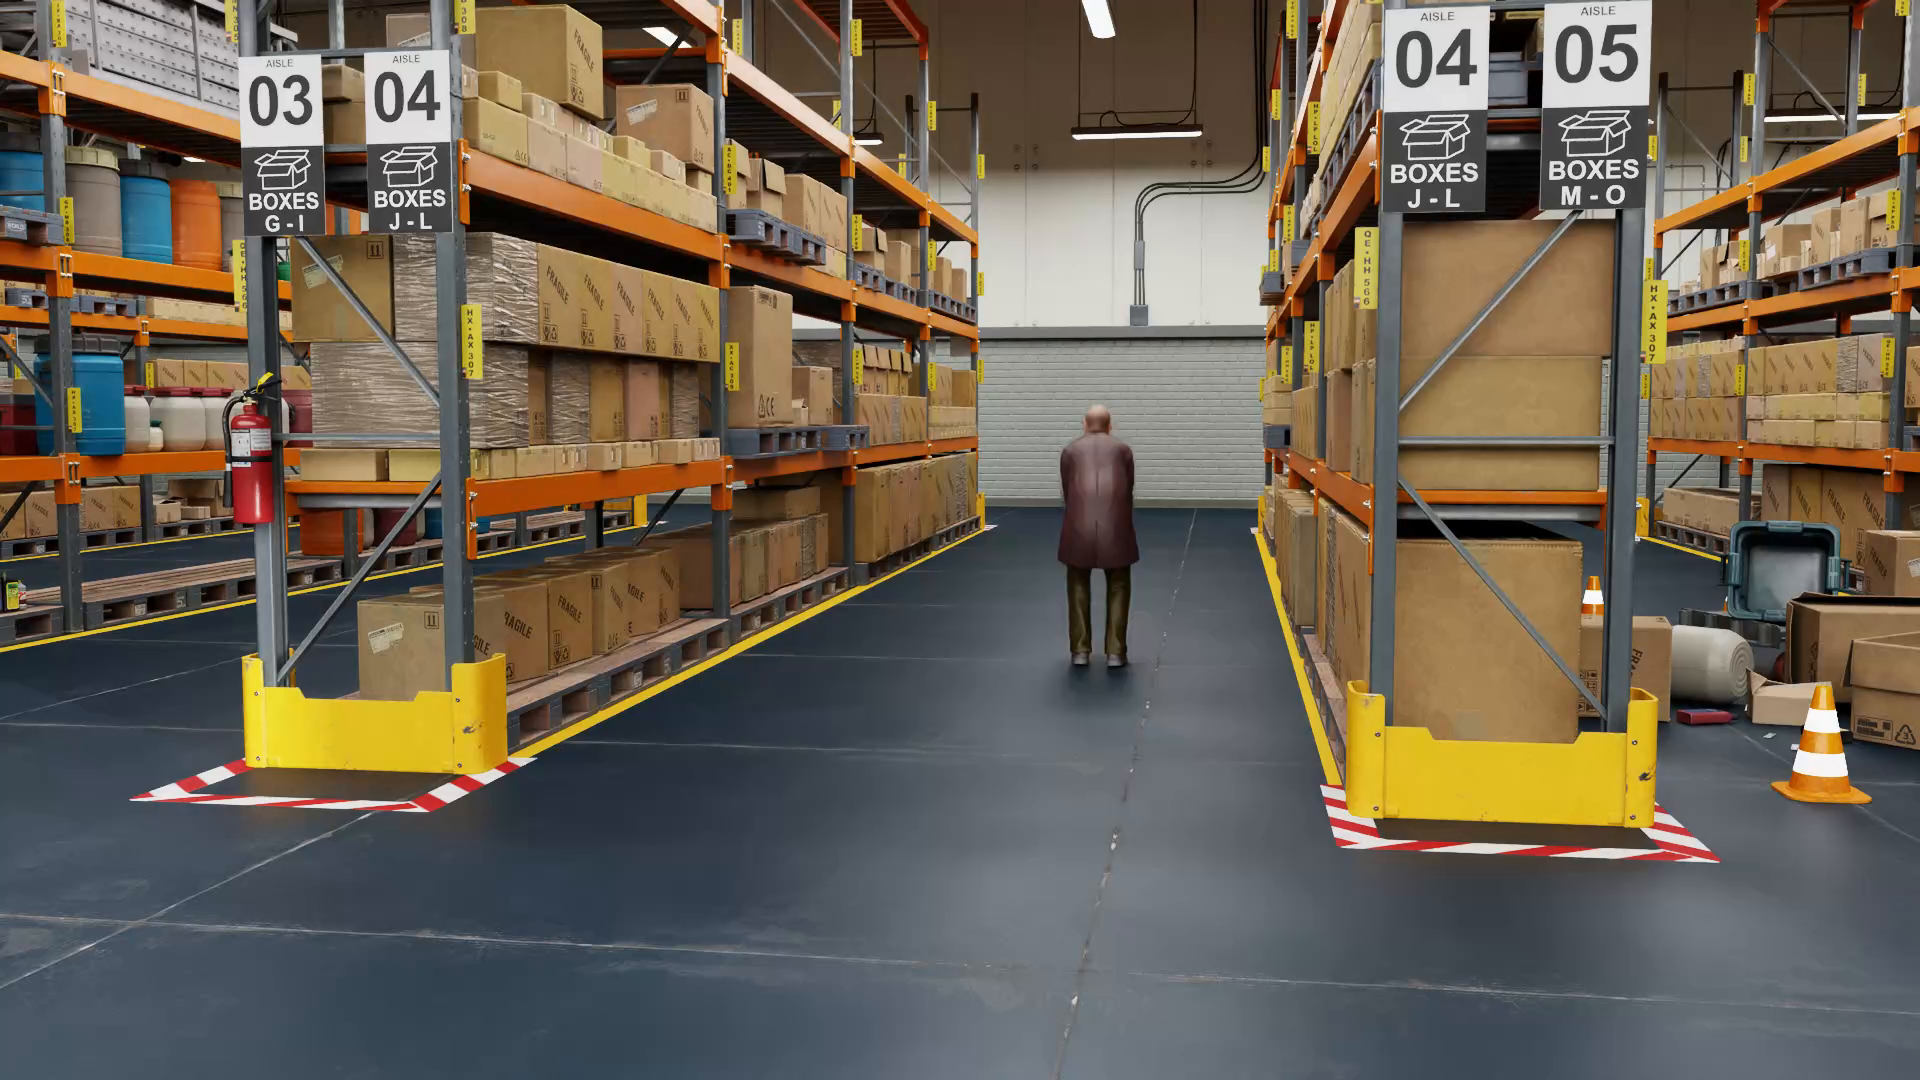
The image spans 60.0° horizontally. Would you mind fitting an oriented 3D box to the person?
[{"bbox_3d":[0.902,-0.037,10.774,0.533,1.678,0.629,1,4,8],"label":"person"}]
